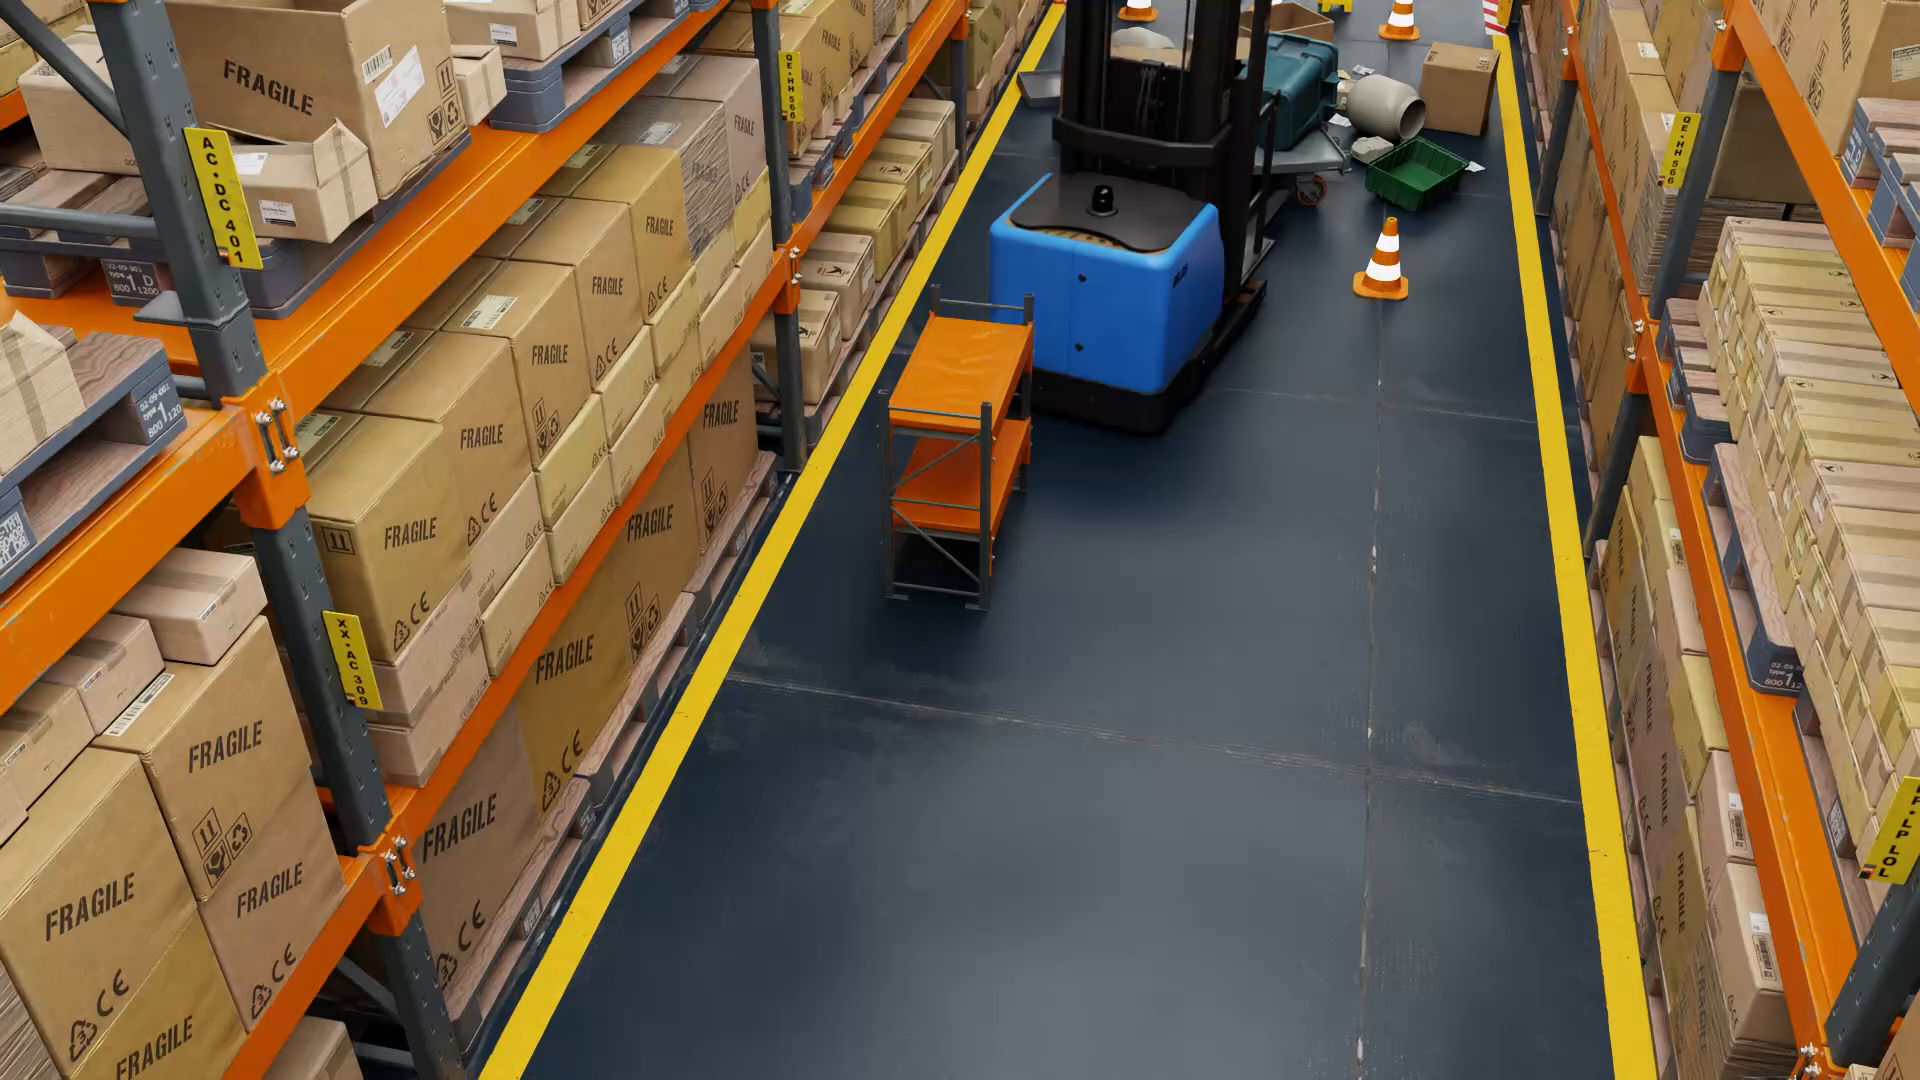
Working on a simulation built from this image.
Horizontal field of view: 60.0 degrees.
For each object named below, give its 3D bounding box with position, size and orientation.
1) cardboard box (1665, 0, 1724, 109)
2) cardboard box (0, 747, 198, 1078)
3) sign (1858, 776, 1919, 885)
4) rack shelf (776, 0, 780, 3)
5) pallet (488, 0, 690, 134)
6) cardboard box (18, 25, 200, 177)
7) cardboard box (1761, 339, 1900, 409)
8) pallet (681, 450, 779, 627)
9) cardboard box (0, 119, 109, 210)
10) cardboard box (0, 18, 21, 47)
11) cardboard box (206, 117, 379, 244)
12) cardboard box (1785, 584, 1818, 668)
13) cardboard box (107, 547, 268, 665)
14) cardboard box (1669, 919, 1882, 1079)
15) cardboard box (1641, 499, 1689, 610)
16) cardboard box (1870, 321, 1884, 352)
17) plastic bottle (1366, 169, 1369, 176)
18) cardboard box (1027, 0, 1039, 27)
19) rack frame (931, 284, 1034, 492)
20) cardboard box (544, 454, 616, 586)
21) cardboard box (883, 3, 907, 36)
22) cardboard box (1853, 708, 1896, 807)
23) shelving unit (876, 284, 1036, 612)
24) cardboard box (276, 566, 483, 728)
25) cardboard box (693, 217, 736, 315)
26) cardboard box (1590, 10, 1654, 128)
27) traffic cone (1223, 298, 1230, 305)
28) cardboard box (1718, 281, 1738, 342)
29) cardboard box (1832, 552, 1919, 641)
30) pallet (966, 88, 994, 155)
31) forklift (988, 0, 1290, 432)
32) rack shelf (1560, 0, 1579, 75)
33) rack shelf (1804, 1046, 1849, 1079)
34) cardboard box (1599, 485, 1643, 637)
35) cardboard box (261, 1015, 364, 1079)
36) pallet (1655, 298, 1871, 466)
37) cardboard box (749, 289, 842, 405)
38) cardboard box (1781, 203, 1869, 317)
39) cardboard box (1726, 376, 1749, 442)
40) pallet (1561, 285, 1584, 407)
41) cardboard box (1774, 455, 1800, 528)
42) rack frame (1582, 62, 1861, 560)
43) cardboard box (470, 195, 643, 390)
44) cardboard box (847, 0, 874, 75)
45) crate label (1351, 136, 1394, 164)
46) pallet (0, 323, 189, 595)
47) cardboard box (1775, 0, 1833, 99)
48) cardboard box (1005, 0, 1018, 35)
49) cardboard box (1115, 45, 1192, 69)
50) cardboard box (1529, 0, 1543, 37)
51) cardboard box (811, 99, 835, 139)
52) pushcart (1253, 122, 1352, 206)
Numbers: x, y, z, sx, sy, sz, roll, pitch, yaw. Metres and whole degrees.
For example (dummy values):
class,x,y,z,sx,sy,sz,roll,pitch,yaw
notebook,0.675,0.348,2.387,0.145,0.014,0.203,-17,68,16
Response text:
class,x,y,z,sx,sy,sz,roll,pitch,yaw
cardboard box,3.869,-2.378,8.038,0.700,0.500,0.500,7,36,9
cardboard box,-2.110,0.788,3.669,0.500,0.500,0.500,7,36,9
sign,2.152,0.665,3.790,0.100,0.325,0.005,7,37,10
rack shelf,-0.881,-3.724,8.890,1.077,0.370,4.000,7,37,10
pallet,-1.630,-1.775,5.748,1.003,0.211,1.213,9,37,12
cardboard box,-2.180,-1.242,4.569,0.500,0.311,0.500,7,37,10
cardboard box,3.036,-0.559,5.815,0.380,0.149,0.250,9,37,12
pallet,-1.551,-0.083,8.185,1.003,0.211,1.213,7,37,10
cardboard box,-5.880,-2.215,10.415,0.875,0.625,0.625,8,37,11
cardboard box,-5.717,-2.927,9.434,0.500,0.250,0.500,8,37,11
cardboard box,-1.714,-0.935,4.184,0.396,0.266,0.258,7,37,10
cardboard box,2.804,0.285,5.157,0.380,0.149,0.250,6,36,8
cardboard box,-1.918,0.147,4.001,0.380,0.149,0.250,7,36,9
cardboard box,2.606,1.587,5.276,0.500,0.500,0.500,7,36,9
cardboard box,3.057,0.102,6.686,0.500,0.250,0.500,7,37,9
cardboard box,3.893,-0.820,6.682,0.380,0.149,0.250,8,37,11
plastic bottle,2.988,-2.543,11.707,0.133,0.061,0.283,-11,37,-14
cardboard box,0.372,-4.505,13.894,0.500,0.250,0.500,7,37,10
rack frame,0.107,-0.743,8.317,0.500,1.125,0.032,7,37,10
cardboard box,-1.577,-0.109,5.971,0.500,0.250,0.500,7,37,10
cardboard box,-0.526,-3.103,9.832,0.380,0.149,0.250,7,37,10
cardboard box,2.642,0.608,4.457,0.380,0.149,0.250,8,37,10
shelving unit,-0.001,-0.452,7.915,0.538,1.125,1.048,7,37,10
cardboard box,-1.793,0.280,5.009,0.500,0.250,0.500,6,36,9
cardboard box,-1.270,-1.192,7.041,0.500,0.250,0.500,6,36,9
cardboard box,3.812,-2.582,9.171,0.500,0.500,0.500,7,37,10
traffic cone,1.564,-1.743,10.260,0.336,0.463,0.334,7,37,10
cardboard box,3.194,-0.873,6.501,0.380,0.149,0.250,9,37,12
cardboard box,2.759,0.185,4.788,0.380,0.149,0.250,7,37,10
pallet,-0.345,-3.208,12.497,1.003,0.211,1.213,7,37,10
forklift,1.235,-2.617,9.364,1.130,2.935,3.031,16,39,21
rack shelf,4.830,-4.241,12.158,1.077,0.370,4.000,7,37,10
rack shelf,2.267,2.639,2.666,1.077,0.370,4.000,7,37,10
cardboard box,3.149,0.124,7.296,0.500,0.500,0.500,6,36,8
cardboard box,-2.402,1.852,4.963,0.875,0.438,0.875,7,36,9
pallet,3.501,-0.592,6.675,1.213,0.211,1.003,7,37,10
cardboard box,-1.178,-1.083,9.070,0.950,0.372,0.625,5,36,7
cardboard box,3.909,-1.356,7.480,0.500,0.500,0.500,8,37,10
cardboard box,3.085,-0.466,6.193,0.380,0.149,0.250,9,37,12
pallet,4.054,-1.103,9.592,1.003,0.211,1.213,7,37,10
cardboard box,2.922,-0.135,5.483,0.380,0.149,0.250,9,37,12
rack frame,3.549,-1.092,7.201,1.000,3.000,0.127,7,37,10
cardboard box,-1.493,-0.902,6.002,0.500,0.500,0.500,7,36,9
cardboard box,-0.775,-2.819,8.888,0.500,0.500,0.500,8,37,11
crate label,2.981,-2.810,12.011,0.298,0.136,0.250,-17,39,-22
pallet,-2.348,-0.072,3.313,1.003,0.211,1.213,7,37,10
cardboard box,3.067,-1.766,5.489,0.500,0.500,0.500,7,37,10
cardboard box,0.151,-4.218,12.860,0.500,0.500,0.500,9,37,12
cardboard box,1.291,-3.036,11.368,0.500,0.500,0.500,7,37,10
cardboard box,5.177,-4.591,13.481,0.875,0.875,0.875,8,37,10
cardboard box,-0.861,-2.195,8.579,0.380,0.149,0.250,5,36,7
pushcart,1.784,-2.629,11.556,1.648,0.377,0.936,-5,36,-6
